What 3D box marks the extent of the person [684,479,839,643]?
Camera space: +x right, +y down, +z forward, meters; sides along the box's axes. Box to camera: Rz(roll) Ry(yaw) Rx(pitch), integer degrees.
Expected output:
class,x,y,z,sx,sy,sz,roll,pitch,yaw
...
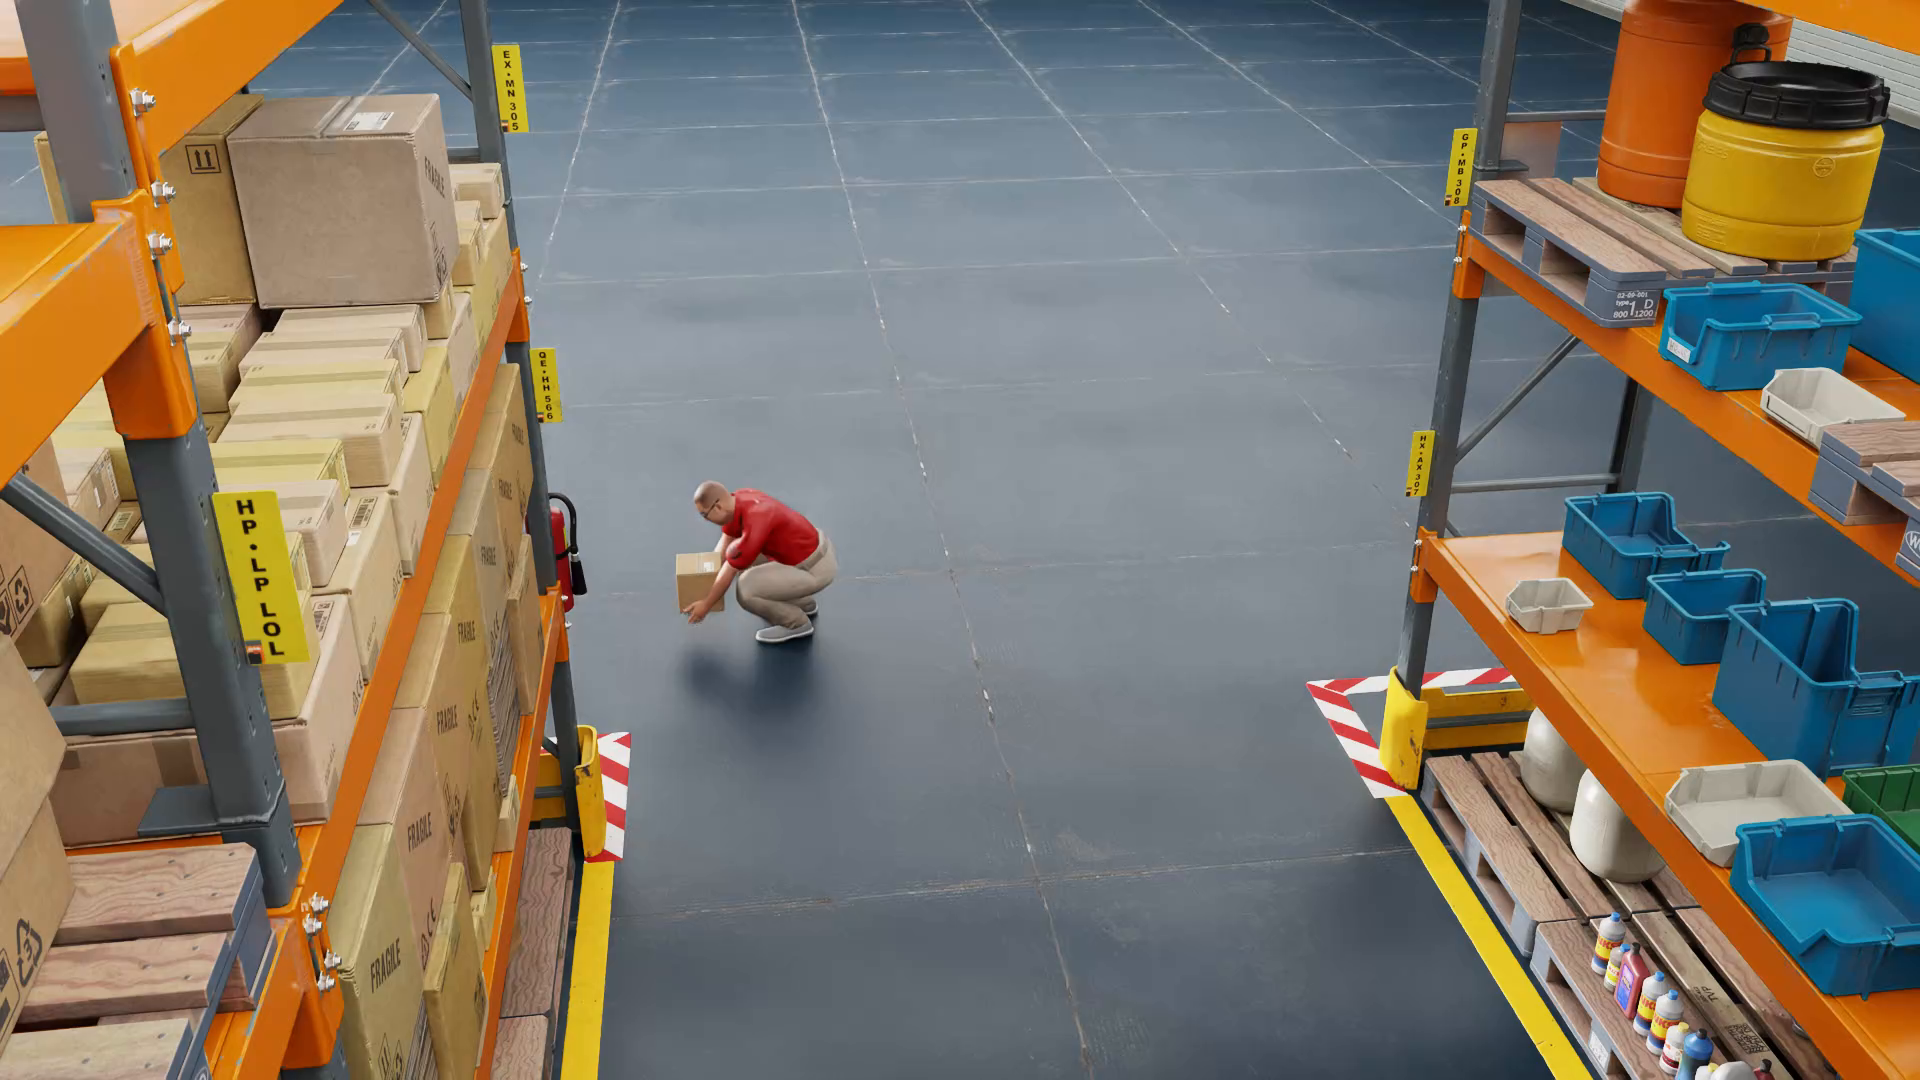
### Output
class,x,y,z,sx,sy,sz,roll,pitch,yaw
person,-1.123,0.078,9.318,0.884,0.988,0.538,-4,27,-8
